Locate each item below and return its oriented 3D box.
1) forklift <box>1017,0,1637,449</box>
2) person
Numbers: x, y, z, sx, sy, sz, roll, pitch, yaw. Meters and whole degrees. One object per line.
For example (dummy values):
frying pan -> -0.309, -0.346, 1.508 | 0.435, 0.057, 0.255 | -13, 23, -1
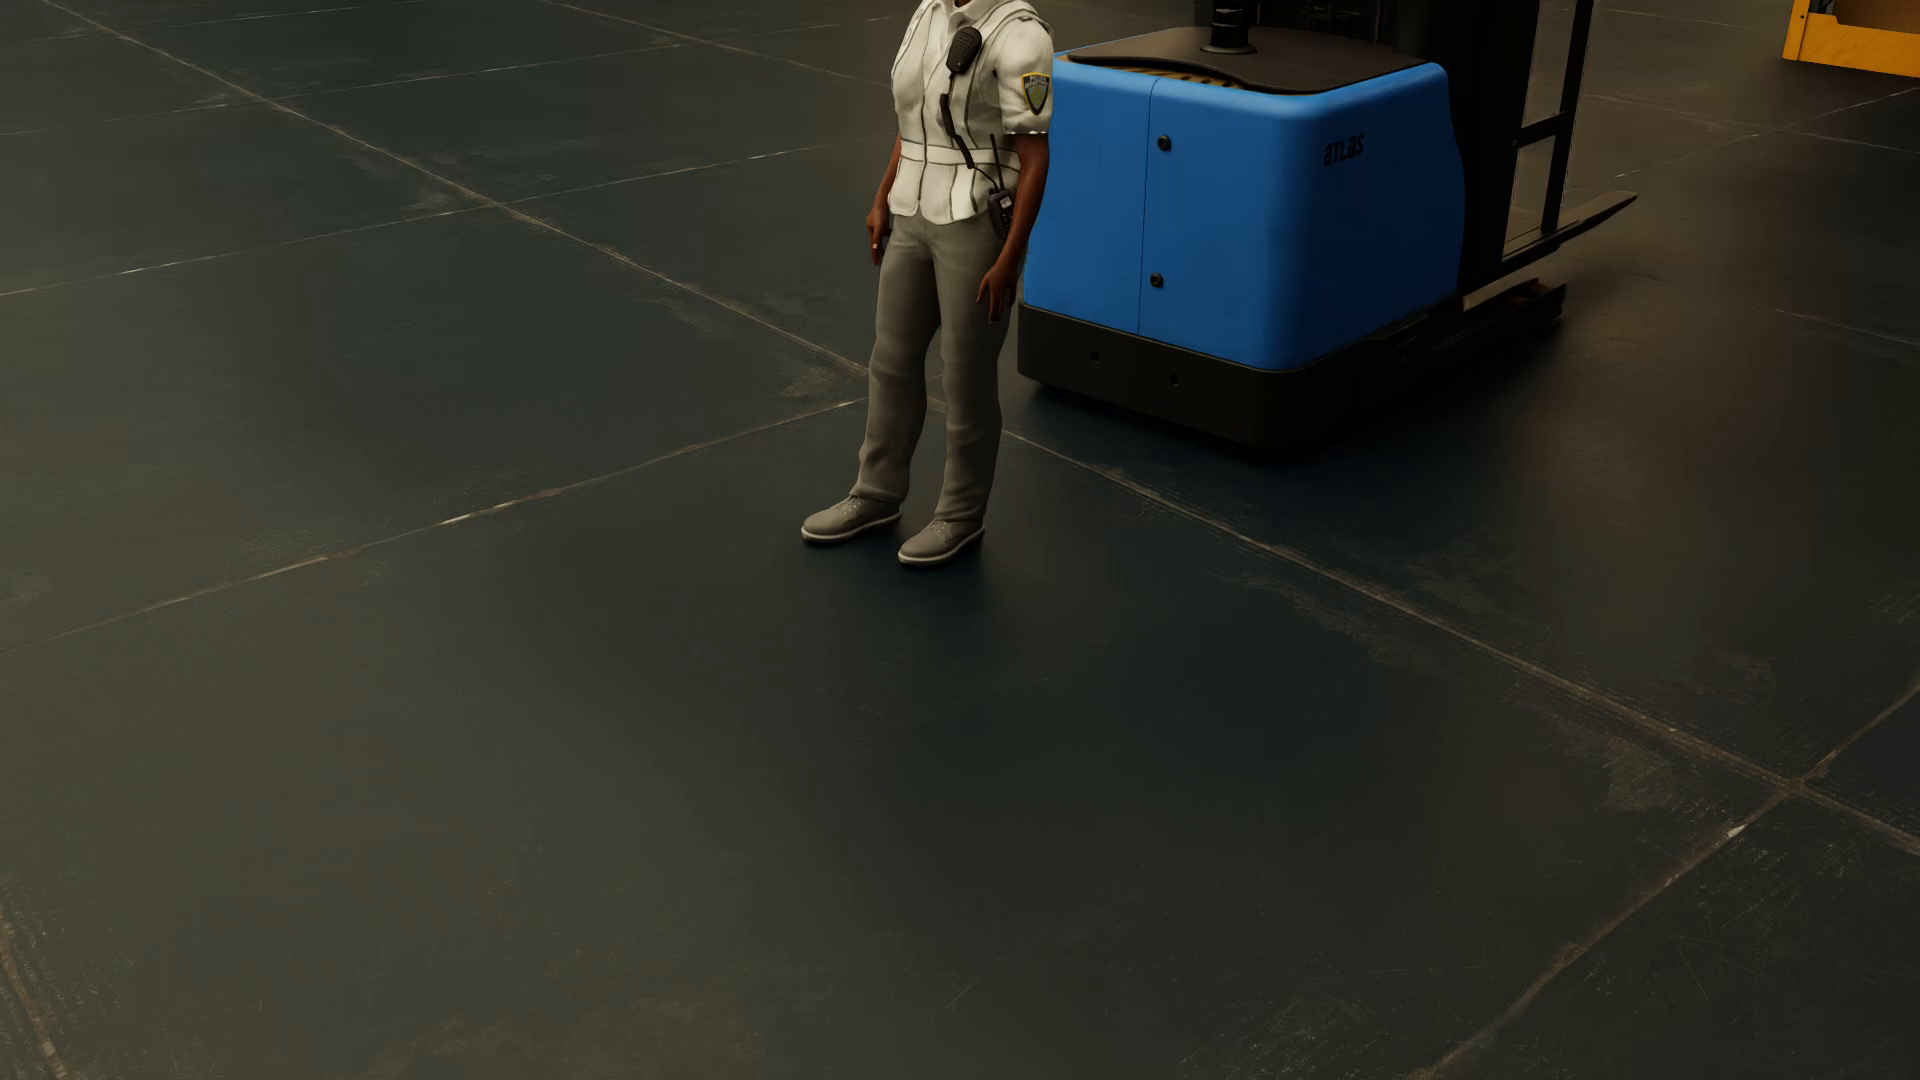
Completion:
forklift -> 1.548, -2.151, 5.538 | 1.130, 2.935, 3.031 | 22, 34, 37
person -> -0.070, -0.751, 4.092 | 0.530, 1.695, 0.570 | -20, 33, -35
